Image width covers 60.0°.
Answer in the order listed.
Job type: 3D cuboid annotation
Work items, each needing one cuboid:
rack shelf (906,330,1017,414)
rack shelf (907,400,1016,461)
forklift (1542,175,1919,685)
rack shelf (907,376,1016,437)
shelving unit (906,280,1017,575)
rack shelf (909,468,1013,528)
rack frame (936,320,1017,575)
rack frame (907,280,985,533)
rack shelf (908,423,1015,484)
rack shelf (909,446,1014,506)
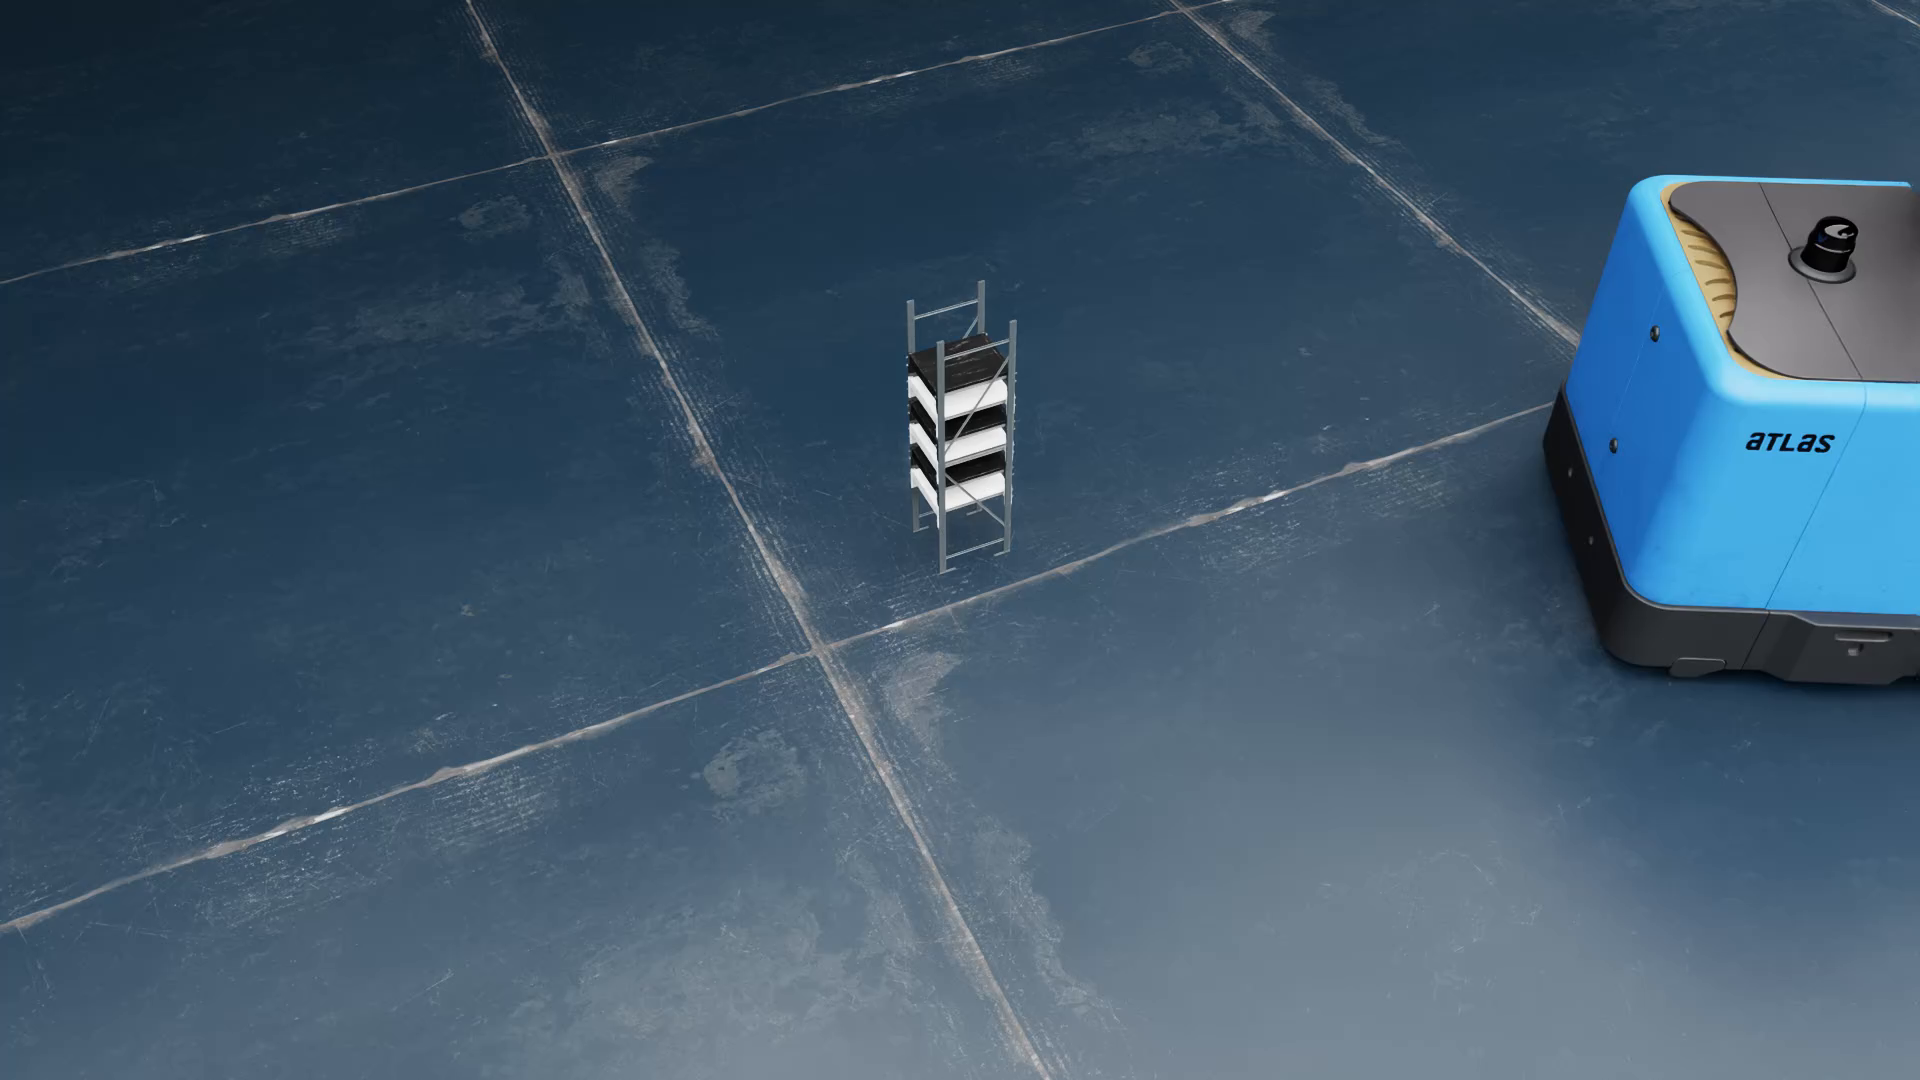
[{"bbox_3d":[0.003,-0.484,4.762,0.258,0.077,0.200,-18,47,-17],"label":"rack shelf"},{"bbox_3d":[0.003,-0.355,4.889,0.258,0.077,0.200,-18,47,-17],"label":"rack shelf"},{"bbox_3d":[3.403,-0.945,4.121,3.031,2.935,1.130,2,45,2],"label":"forklift"},{"bbox_3d":[0.003,-0.420,4.826,0.258,0.077,0.200,-18,47,-17],"label":"rack shelf"},{"bbox_3d":[0.003,-0.315,4.929,0.258,0.900,0.210,-18,47,-17],"label":"shelving unit"},{"bbox_3d":[0.003,-0.163,5.079,0.258,0.077,0.200,-18,47,-17],"label":"rack shelf"},{"bbox_3d":[0.046,-0.250,4.863,0.240,0.900,0.006,-18,47,-17],"label":"rack frame"},{"bbox_3d":[-0.039,-0.380,4.994,0.240,0.900,0.006,-18,47,-17],"label":"rack frame"},{"bbox_3d":[0.003,-0.291,4.952,0.258,0.077,0.200,-18,47,-17],"label":"rack shelf"},{"bbox_3d":[0.003,-0.227,5.015,0.258,0.077,0.200,-18,47,-17],"label":"rack shelf"}]
